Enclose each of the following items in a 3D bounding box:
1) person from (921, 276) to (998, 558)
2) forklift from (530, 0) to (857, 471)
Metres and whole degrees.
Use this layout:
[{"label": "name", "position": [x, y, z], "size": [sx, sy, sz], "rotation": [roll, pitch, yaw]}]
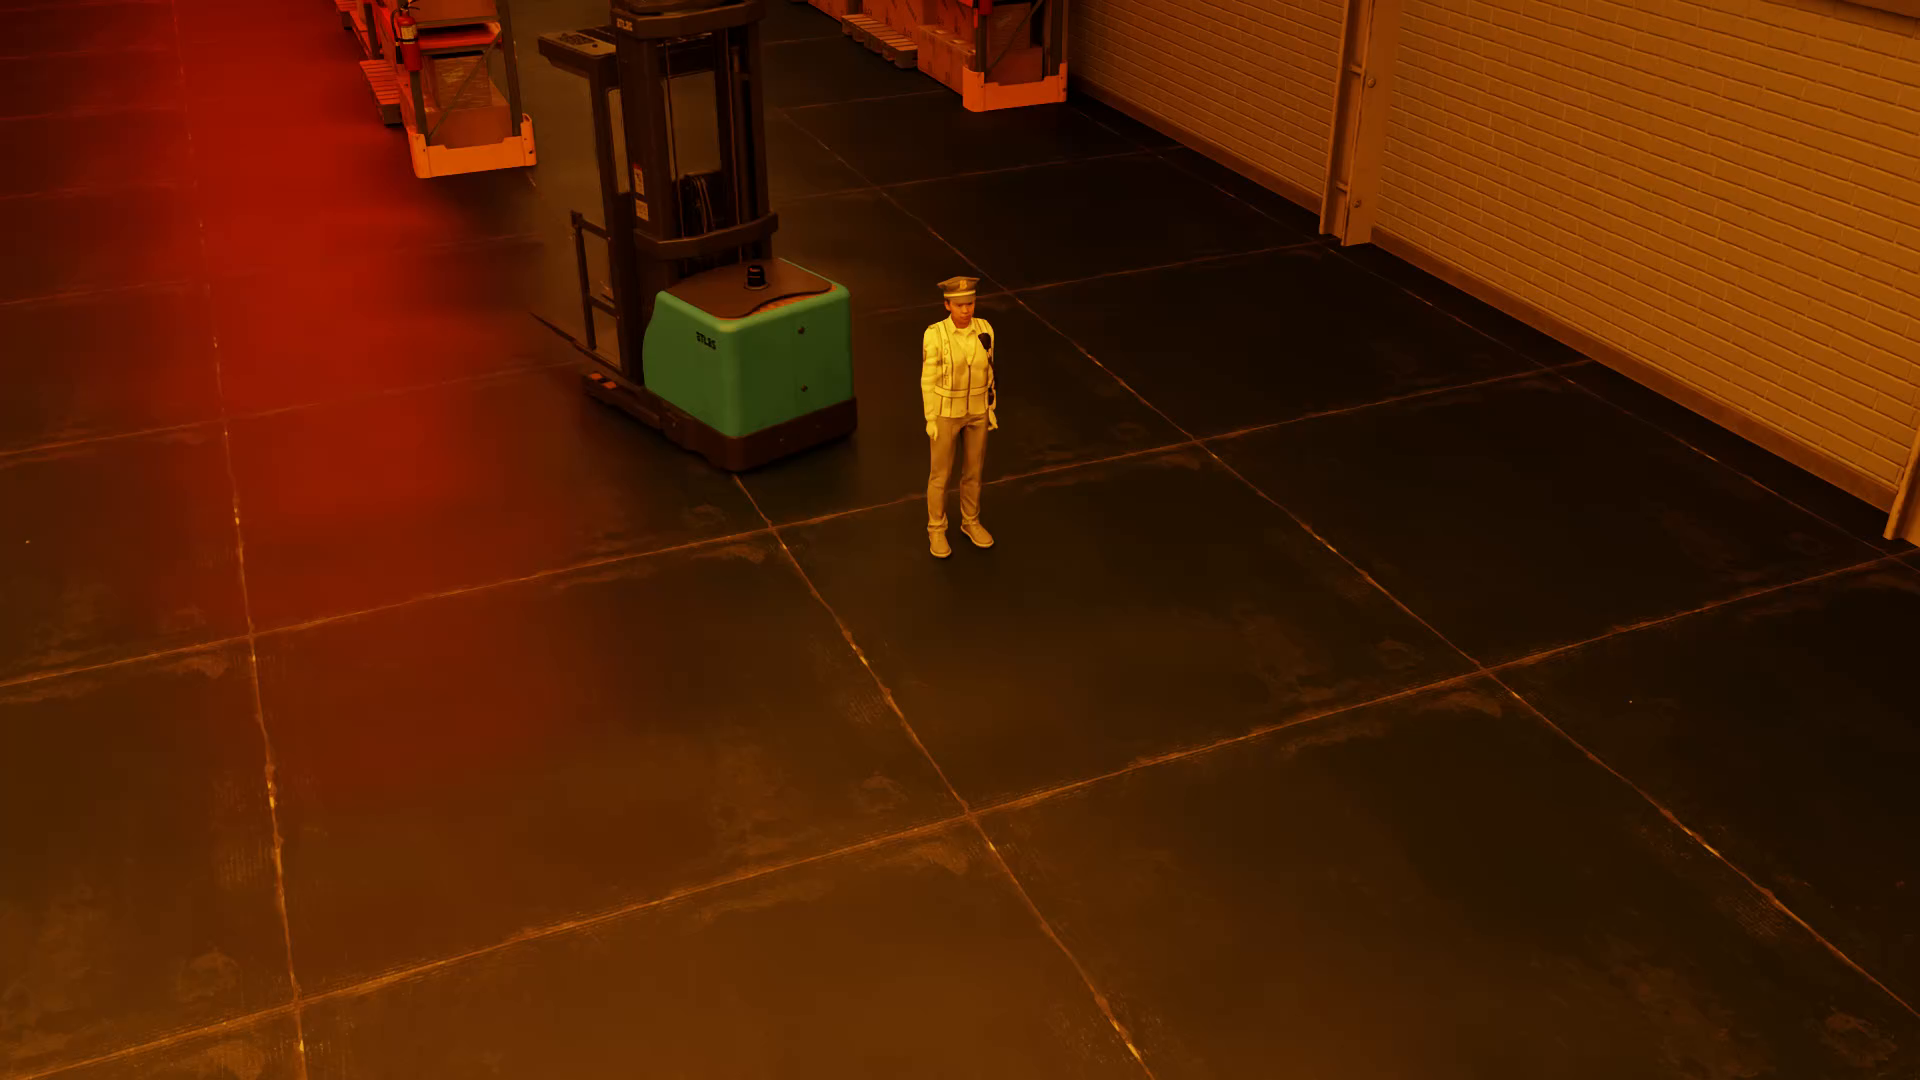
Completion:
[{"label": "person", "position": [0.005, -0.734, 9.656], "size": [0.461, 1.694, 0.354], "rotation": [-12, 32, -20]}, {"label": "forklift", "position": [-2.039, -2.368, 11.261], "size": [1.130, 2.935, 3.031], "rotation": [-23, 37, -35]}]
